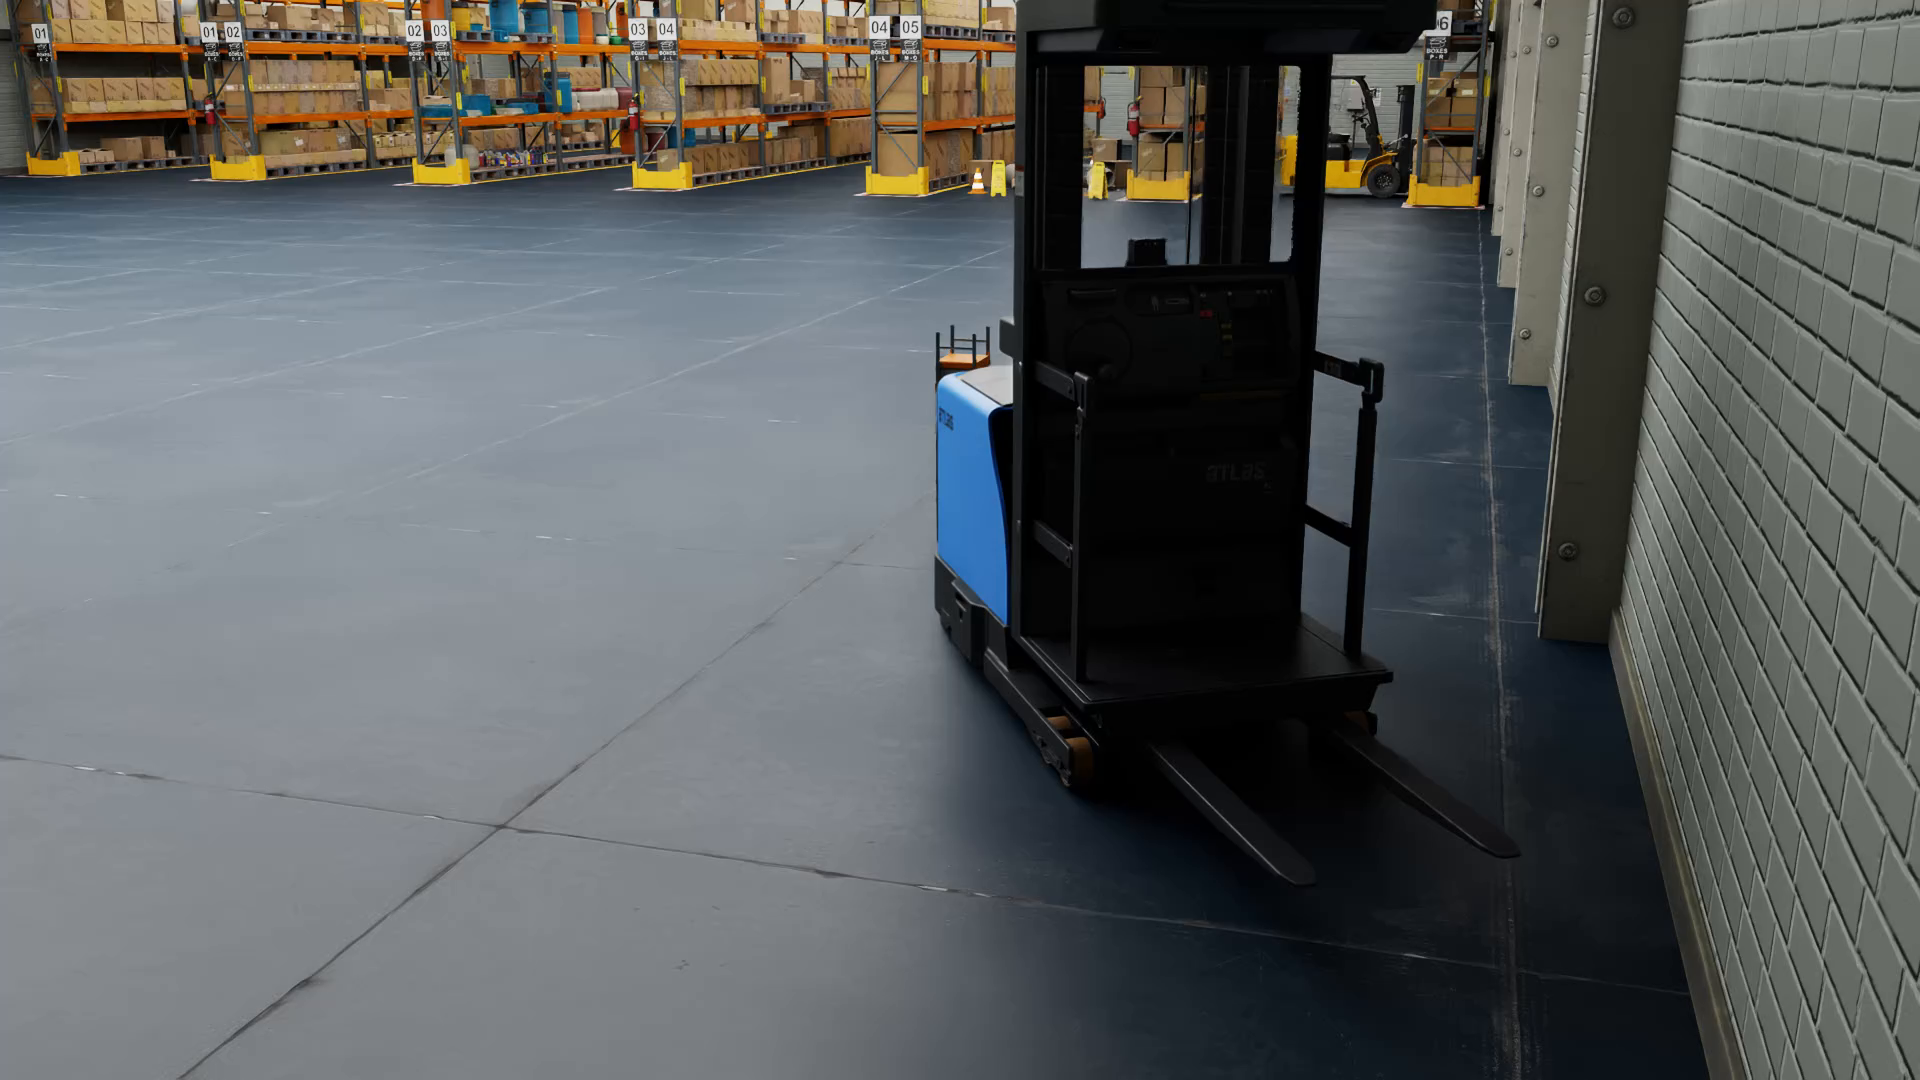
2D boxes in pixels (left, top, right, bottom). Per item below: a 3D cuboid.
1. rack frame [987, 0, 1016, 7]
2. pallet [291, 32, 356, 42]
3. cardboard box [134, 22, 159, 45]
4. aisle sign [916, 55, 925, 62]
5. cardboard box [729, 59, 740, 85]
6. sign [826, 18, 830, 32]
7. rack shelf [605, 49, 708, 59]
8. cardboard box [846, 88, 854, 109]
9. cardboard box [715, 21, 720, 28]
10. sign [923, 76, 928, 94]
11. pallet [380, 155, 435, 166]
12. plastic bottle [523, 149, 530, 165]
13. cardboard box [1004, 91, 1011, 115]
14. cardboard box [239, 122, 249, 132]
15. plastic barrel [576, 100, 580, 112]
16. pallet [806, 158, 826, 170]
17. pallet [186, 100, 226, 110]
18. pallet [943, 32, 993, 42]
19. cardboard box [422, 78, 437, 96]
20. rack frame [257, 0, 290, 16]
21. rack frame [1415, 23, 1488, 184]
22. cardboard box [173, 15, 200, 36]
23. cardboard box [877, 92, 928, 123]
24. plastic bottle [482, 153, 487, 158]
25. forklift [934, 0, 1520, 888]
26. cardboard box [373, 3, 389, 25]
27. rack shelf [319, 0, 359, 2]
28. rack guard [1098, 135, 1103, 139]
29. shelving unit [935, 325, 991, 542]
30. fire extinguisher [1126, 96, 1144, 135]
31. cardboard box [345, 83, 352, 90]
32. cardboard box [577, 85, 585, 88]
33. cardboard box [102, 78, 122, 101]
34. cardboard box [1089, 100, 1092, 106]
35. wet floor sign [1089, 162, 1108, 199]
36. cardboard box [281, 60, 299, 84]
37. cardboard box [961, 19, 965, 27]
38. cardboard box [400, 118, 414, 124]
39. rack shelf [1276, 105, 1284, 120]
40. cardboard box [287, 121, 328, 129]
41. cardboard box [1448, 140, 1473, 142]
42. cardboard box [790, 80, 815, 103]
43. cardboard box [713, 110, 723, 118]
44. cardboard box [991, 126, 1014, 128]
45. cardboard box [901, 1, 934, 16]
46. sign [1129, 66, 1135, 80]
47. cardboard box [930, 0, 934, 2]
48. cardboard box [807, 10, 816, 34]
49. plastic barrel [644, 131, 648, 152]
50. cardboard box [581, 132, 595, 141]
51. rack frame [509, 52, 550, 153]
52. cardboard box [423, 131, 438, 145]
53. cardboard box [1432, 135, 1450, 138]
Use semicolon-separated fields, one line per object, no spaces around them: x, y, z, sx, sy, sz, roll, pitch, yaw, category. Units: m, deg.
1.101;-12.965;37.547;1.000;3.000;0.127;5;16;16;rack frame
-14.477;-11.388;37.646;1.003;0.211;1.213;5;16;16;pallet
-19.072;-11.814;38.766;0.500;0.500;0.500;3;16;11;cardboard box
-1.044;-13.829;46.823;0.394;0.787;0.004;5;16;16;aisle sign
-4.910;-9.715;34.521;0.500;0.500;0.500;5;16;16;cardboard box
-3.106;-12.139;39.184;0.100;0.325;0.005;5;16;16;sign
-7.806;-12.494;42.702;1.077;0.370;4.000;5;16;16;rack shelf
-2.940;-10.913;41.125;0.500;0.500;0.500;4;16;15;cardboard box
-5.108;-10.489;33.861;0.380;0.149;0.250;4;16;14;cardboard box
-0.642;-8.395;30.700;0.100;0.325;0.005;5;16;16;sign
-13.742;-9.387;41.036;1.003;0.211;1.213;5;16;16;pallet
-9.564;-8.439;36.633;0.144;0.351;0.185;5;16;16;plastic bottle
0.804;-9.592;36.468;0.500;0.500;0.500;5;17;17;cardboard box
-18.391;-10.540;42.393;0.500;0.250;0.500;5;16;16;cardboard box
-8.988;-10.095;38.677;0.301;0.262;0.301;0;16;0;plastic barrel
-3.849;-8.944;39.475;1.003;0.211;1.213;5;16;16;pallet
-18.653;-10.692;40.879;1.003;0.211;1.213;5;16;16;pallet
0.178;-10.627;35.152;0.805;0.209;1.217;4;16;14;pallet
-16.156;-13.355;49.367;0.980;0.700;0.700;4;16;13;cardboard box
-17.873;-14.528;43.059;1.000;3.000;0.127;5;16;16;rack frame
8.363;-7.244;28.372;1.000;3.000;0.127;5;16;16;rack frame
-18.777;-12.425;40.190;0.500;0.500;0.500;7;17;24;cardboard box
-1.110;-8.158;31.320;0.875;0.550;0.550;5;16;16;cardboard box
-10.409;-8.297;36.268;0.152;0.276;0.135;4;16;14;plastic bottle
0.787;-0.716;5.481;1.130;2.935;3.031;-4;16;-15;forklift
-13.906;-12.455;39.378;0.500;0.500;0.500;6;17;21;cardboard box
-14.827;-12.037;36.326;1.077;0.370;4.000;5;16;16;rack shelf
3.353;-10.949;46.015;1.175;0.500;0.348;5;16;16;rack guard
0.015;-0.519;8.235;0.215;1.050;0.252;5;16;16;shelving unit
3.128;-7.597;29.757;0.296;0.674;0.183;5;16;16;fire extinguisher
-14.203;-10.420;38.198;0.380;0.149;0.250;4;16;15;cardboard box
-11.150;-12.864;48.001;0.500;0.500;0.500;4;16;15;cardboard box
-19.420;-10.212;37.700;0.500;0.500;0.500;4;16;14;cardboard box
3.339;-11.746;44.704;0.380;0.149;0.250;5;17;17;cardboard box
2.523;-6.529;30.165;0.267;0.644;0.232;11;19;35;wet floor sign
-14.949;-10.243;36.384;0.700;0.500;0.500;5;16;16;cardboard box
-0.121;-10.219;32.869;0.380;0.149;0.250;5;17;17;cardboard box
-16.153;-12.263;48.690;0.380;0.149;0.250;5;17;18;cardboard box
7.581;-10.945;42.738;1.077;0.370;4.000;5;16;16;rack shelf
-17.538;-10.992;44.756;0.750;0.750;0.750;4;16;15;cardboard box
9.415;-7.373;31.265;0.500;0.250;0.500;4;16;15;cardboard box
-3.803;-10.442;38.692;0.700;0.500;0.500;7;17;24;cardboard box
-5.070;-8.717;34.024;0.380;0.149;0.250;5;16;16;cardboard box
1.044;-9.638;39.249;0.500;0.250;0.500;4;16;15;cardboard box
-0.789;-9.856;30.861;0.500;0.250;0.500;5;16;16;cardboard box
3.076;-8.385;29.695;0.100;0.325;0.005;5;16;16;sign
-0.700;-10.070;30.883;0.380;0.149;0.250;5;17;16;cardboard box
-3.657;-11.942;38.339;0.500;0.500;0.500;5;16;16;cardboard box
-8.177;-10.163;42.452;0.421;0.512;0.421;0;16;0;plastic barrel
-11.066;-11.833;48.784;0.500;0.250;0.500;5;16;16;cardboard box
-11.986;-12.305;46.216;1.000;3.000;0.127;5;16;16;rack frame
-13.323;-9.983;41.271;0.500;0.311;0.500;5;16;16;cardboard box
10.533;-8.798;36.471;0.380;0.149;0.250;4;16;13;cardboard box
